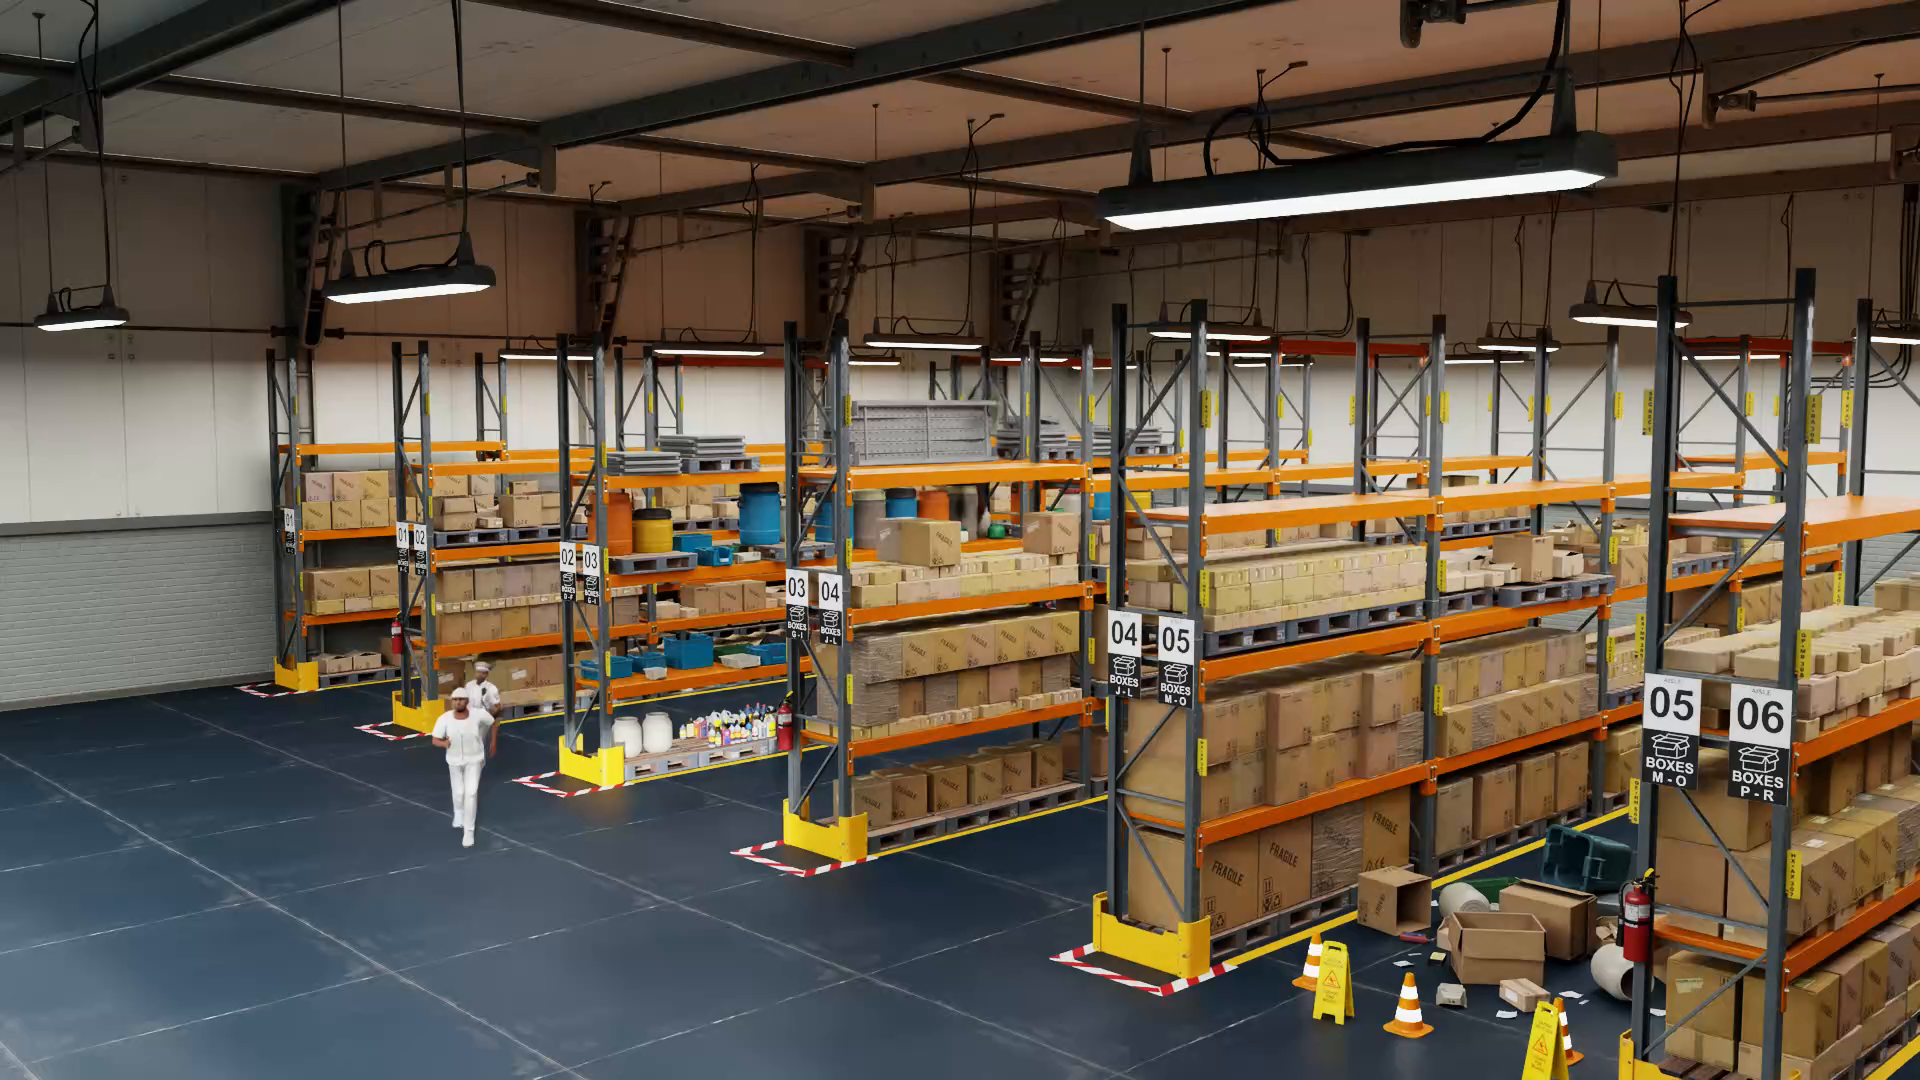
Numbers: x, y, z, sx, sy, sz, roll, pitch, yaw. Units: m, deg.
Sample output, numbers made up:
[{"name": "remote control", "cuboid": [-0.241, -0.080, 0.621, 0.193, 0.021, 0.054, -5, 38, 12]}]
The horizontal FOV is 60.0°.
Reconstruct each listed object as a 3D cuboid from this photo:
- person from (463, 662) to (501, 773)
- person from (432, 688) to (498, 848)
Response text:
[{"name": "person", "cuboid": [-6.386, 2.443, 21.998, 0.622, 1.683, 0.750, 0, 5, 3]}, {"name": "person", "cuboid": [-5.781, 2.605, 19.443, 0.713, 1.812, 0.935, -1, 5, -8]}]
